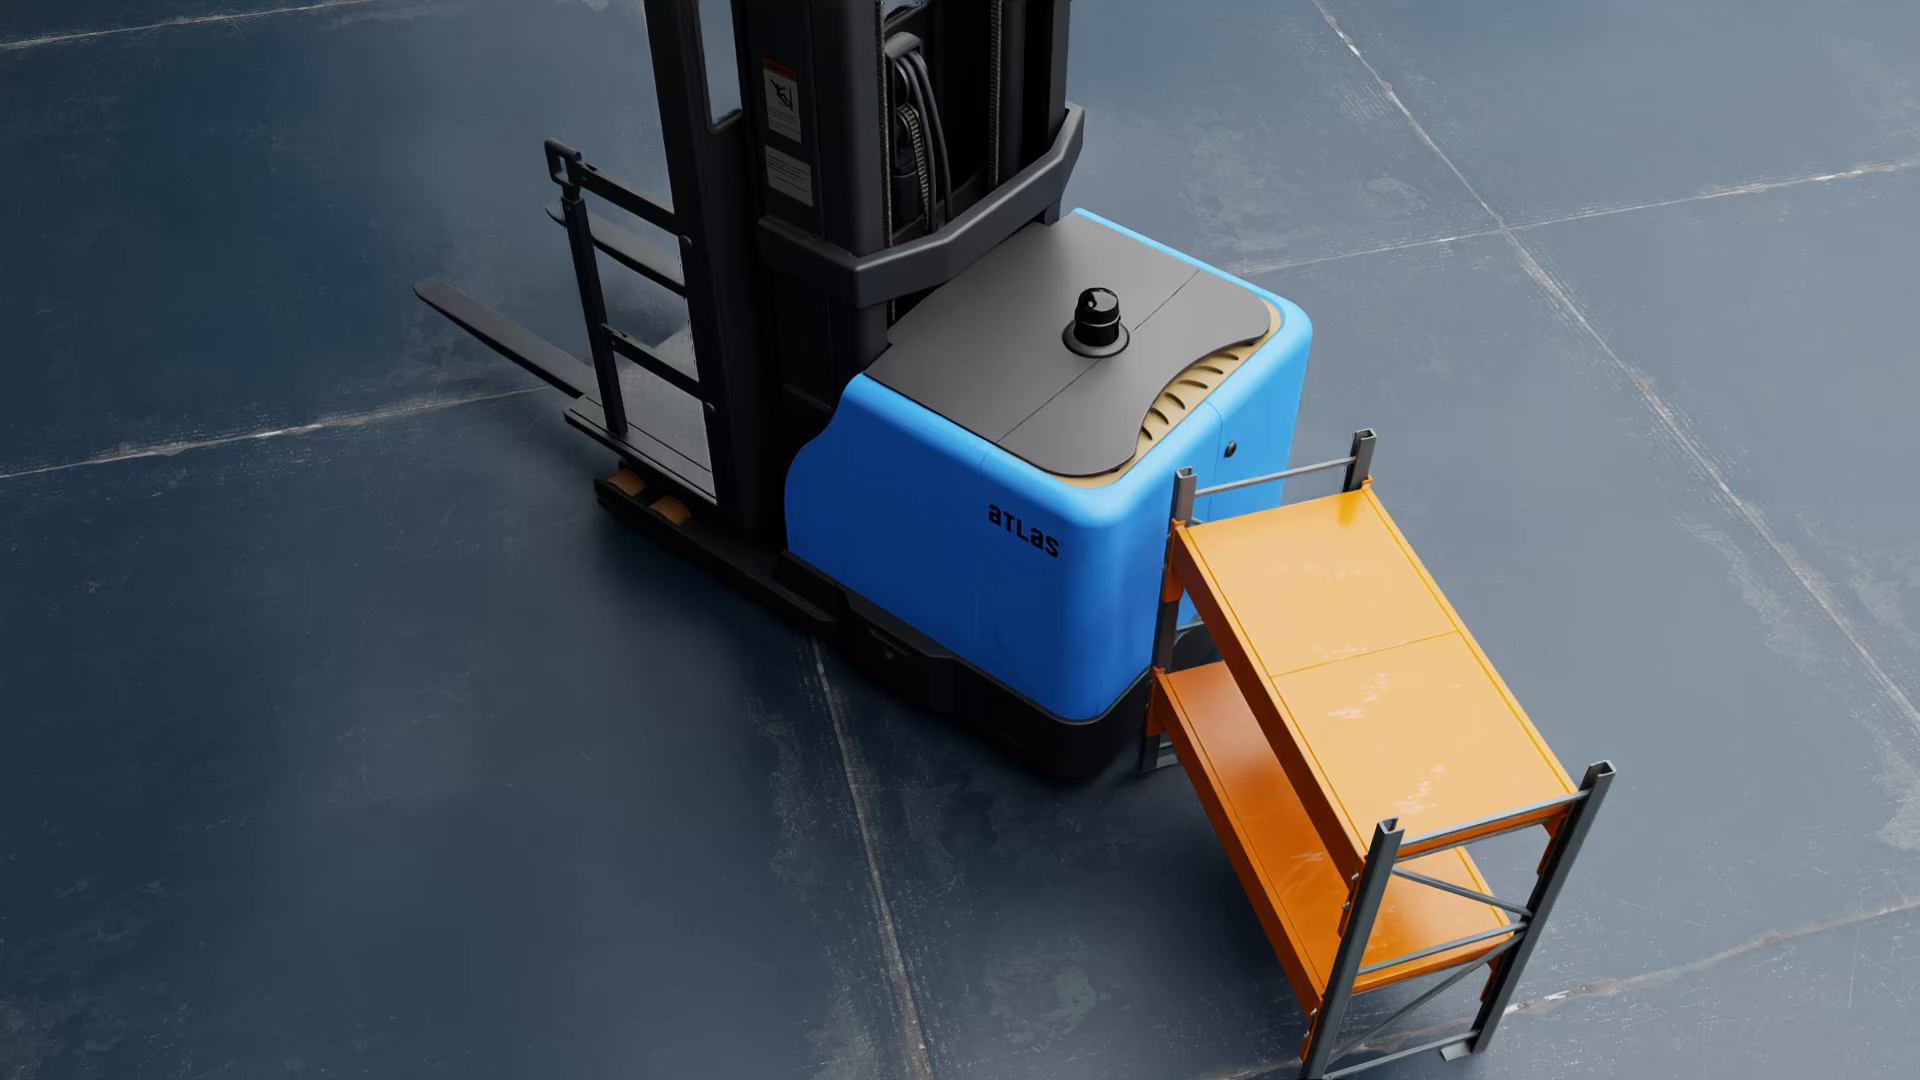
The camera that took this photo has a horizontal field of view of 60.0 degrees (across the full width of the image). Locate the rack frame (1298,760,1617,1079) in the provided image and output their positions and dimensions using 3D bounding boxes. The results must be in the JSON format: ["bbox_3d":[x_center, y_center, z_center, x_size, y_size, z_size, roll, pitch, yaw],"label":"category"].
[{"bbox_3d":[1.035,0.885,3.595,0.500,1.125,0.032,-12,47,-12],"label":"rack frame"}]

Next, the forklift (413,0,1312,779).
[{"bbox_3d":[-0.526,-1.264,4.437,3.031,2.935,1.130,30,53,26],"label":"forklift"}]

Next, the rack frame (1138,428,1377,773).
[{"bbox_3d":[0.740,0.191,4.276,0.500,1.125,0.032,-12,47,-12],"label":"rack frame"}]

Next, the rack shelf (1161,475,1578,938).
[{"bbox_3d":[0.887,0.333,3.726,0.538,0.278,1.000,-12,47,-12],"label":"rack shelf"}]

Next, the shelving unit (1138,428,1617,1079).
[{"bbox_3d":[0.887,0.538,3.935,0.538,1.125,1.048,-12,47,-12],"label":"shelving unit"}]

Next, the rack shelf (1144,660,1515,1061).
[{"bbox_3d":[0.887,0.709,4.110,0.538,0.278,1.000,-12,47,-12],"label":"rack shelf"}]
